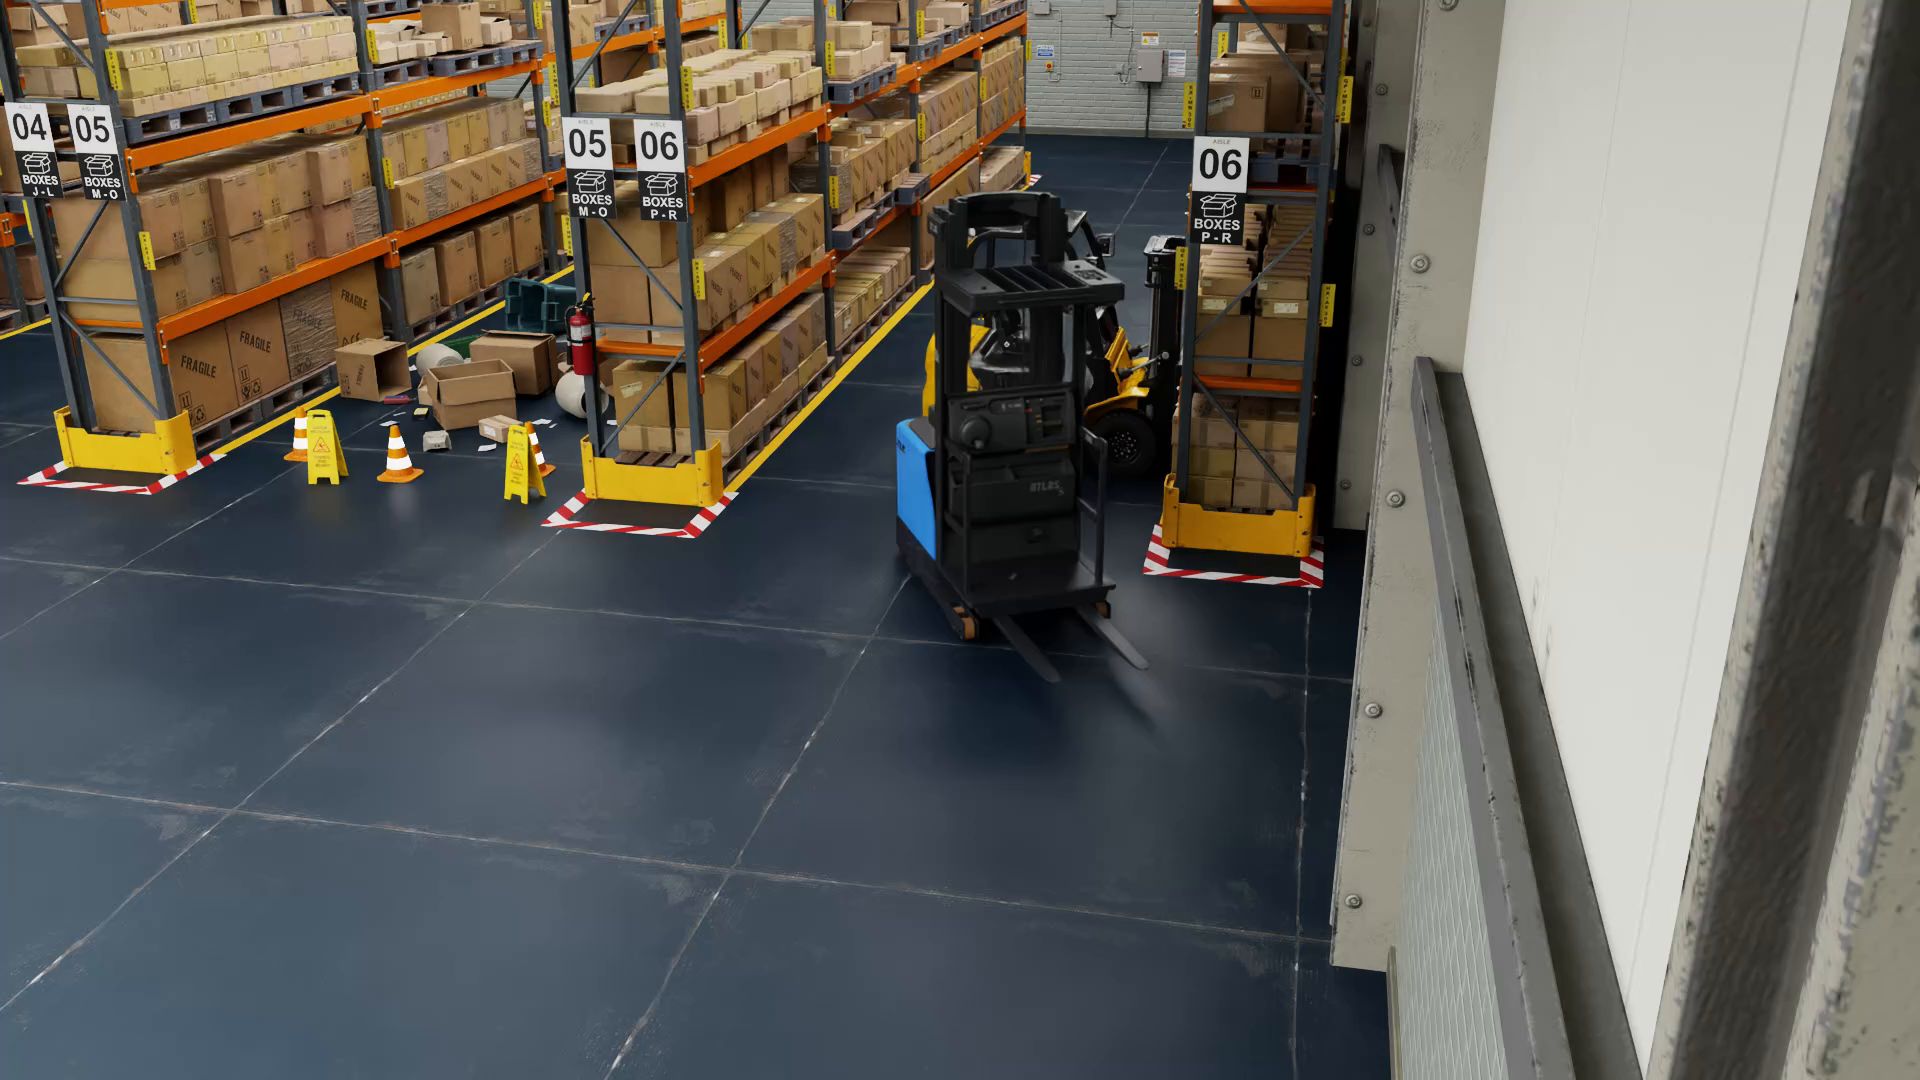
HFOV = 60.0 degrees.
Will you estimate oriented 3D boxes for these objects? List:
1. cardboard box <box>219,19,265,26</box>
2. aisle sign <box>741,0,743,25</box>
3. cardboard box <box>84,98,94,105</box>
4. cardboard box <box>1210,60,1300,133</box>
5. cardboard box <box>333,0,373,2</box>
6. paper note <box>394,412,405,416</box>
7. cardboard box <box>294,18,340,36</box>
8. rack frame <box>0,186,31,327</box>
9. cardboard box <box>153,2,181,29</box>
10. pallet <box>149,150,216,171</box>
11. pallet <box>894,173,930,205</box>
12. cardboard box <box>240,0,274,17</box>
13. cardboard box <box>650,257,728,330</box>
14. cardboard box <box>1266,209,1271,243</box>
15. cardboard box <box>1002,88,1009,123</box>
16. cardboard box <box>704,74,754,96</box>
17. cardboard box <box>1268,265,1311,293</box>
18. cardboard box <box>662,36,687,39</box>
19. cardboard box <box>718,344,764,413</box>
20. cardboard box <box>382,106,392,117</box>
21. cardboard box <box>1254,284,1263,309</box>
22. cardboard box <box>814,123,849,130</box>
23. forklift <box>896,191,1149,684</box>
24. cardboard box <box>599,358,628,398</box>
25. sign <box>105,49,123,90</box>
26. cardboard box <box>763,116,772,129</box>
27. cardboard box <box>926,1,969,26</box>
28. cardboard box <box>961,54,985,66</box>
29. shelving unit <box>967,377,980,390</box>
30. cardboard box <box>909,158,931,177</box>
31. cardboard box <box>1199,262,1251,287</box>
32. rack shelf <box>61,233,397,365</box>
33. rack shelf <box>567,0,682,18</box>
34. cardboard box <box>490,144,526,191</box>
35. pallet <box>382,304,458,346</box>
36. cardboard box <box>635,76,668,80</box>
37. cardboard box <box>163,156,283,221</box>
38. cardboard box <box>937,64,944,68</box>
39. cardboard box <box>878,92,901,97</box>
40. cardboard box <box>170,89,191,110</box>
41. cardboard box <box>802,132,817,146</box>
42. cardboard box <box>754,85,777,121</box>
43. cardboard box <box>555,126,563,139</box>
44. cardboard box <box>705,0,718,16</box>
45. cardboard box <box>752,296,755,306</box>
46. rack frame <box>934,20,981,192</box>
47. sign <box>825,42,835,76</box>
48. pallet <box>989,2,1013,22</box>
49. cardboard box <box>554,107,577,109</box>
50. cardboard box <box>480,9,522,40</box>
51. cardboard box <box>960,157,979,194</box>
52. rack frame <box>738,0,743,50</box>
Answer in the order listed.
[{"bbox_3d":[-7.207,-5.142,16.693,0.380,0.149,0.250,4,22,10],"label":"cardboard box"},{"bbox_3d":[-3.940,-9.147,28.601,0.394,0.787,0.004,4,22,11],"label":"aisle sign"},{"bbox_3d":[-7.726,-3.842,14.532,0.380,0.149,0.250,5,22,11],"label":"cardboard box"},{"bbox_3d":[2.371,-3.595,13.450,0.700,0.500,0.500,5,22,11],"label":"cardboard box"},{"bbox_3d":[-9.799,-8.859,26.522,0.700,0.500,0.500,3,22,8],"label":"cardboard box"},{"bbox_3d":[-5.552,-1.249,16.472,0.032,0.001,0.123,18,28,38],"label":"paper note"},{"bbox_3d":[-6.512,-5.184,16.799,0.380,0.149,0.250,4,22,11],"label":"cardboard box"},{"bbox_3d":[-11.533,-3.964,19.211,1.000,3.000,0.127,4,22,11],"label":"rack frame"},{"bbox_3d":[-10.569,-6.903,21.690,0.500,0.500,0.500,5,22,12],"label":"cardboard box"},{"bbox_3d":[-10.758,-5.069,22.212,1.213,0.211,1.003,4,22,11],"label":"pallet"},{"bbox_3d":[-1.056,-4.314,20.336,1.213,0.211,1.003,4,22,11],"label":"pallet"},{"bbox_3d":[-10.320,-7.810,24.044,0.797,0.503,0.637,4,22,10],"label":"cardboard box"},{"bbox_3d":[-2.279,-2.082,14.006,0.500,0.500,0.500,4,22,10],"label":"cardboard box"},{"bbox_3d":[2.879,-3.193,16.828,0.500,0.250,0.500,4,22,10],"label":"cardboard box"},{"bbox_3d":[0.473,-6.886,26.332,0.500,0.500,0.500,5,22,13],"label":"cardboard box"},{"bbox_3d":[-2.014,-3.958,14.451,0.380,0.149,0.250,5,22,12],"label":"cardboard box"},{"bbox_3d":[2.606,-2.053,13.066,0.380,0.149,0.250,5,23,13],"label":"cardboard box"},{"bbox_3d":[-4.825,-8.068,27.531,0.500,0.500,0.500,4,22,10],"label":"cardboard box"},{"bbox_3d":[-2.105,-1.487,15.176,0.500,0.500,0.500,4,22,9],"label":"cardboard box"},{"bbox_3d":[-9.461,-6.952,26.967,0.380,0.149,0.250,4,22,9],"label":"cardboard box"},{"bbox_3d":[2.524,-1.915,13.122,0.380,0.149,0.250,4,22,11],"label":"cardboard box"},{"bbox_3d":[-1.433,-4.712,19.976,0.500,0.500,0.500,6,23,14],"label":"cardboard box"},{"bbox_3d":[0.435,-0.823,11.505,1.130,2.935,3.031,-7,23,-17],"label":"forklift"},{"bbox_3d":[-3.382,-1.762,17.086,0.500,0.500,0.500,-16,27,-35],"label":"cardboard box"},{"bbox_3d":[-6.972,-3.875,13.699,0.100,0.325,0.005,4,22,11],"label":"sign"},{"bbox_3d":[-1.957,-3.881,15.326,0.380,0.149,0.250,5,22,12],"label":"cardboard box"},{"bbox_3d":[-0.173,-7.341,23.138,0.500,0.311,0.500,4,22,11],"label":"cardboard box"},{"bbox_3d":[0.156,-7.136,24.747,0.380,0.149,0.250,5,22,12],"label":"cardboard box"},{"bbox_3d":[-0.009,-0.675,13.454,0.258,1.200,0.503,5,22,12],"label":"shelving unit"},{"bbox_3d":[-0.669,-4.762,21.393,0.500,0.250,0.500,4,22,10],"label":"cardboard box"},{"bbox_3d":[2.099,-2.093,13.167,0.380,0.149,0.250,4,22,11],"label":"cardboard box"},{"bbox_3d":[-7.106,-2.484,16.499,1.077,0.370,4.000,4,22,11],"label":"rack shelf"},{"bbox_3d":[-2.239,-4.925,14.533,1.077,0.370,4.000,4,22,11],"label":"rack shelf"},{"bbox_3d":[-5.814,-4.691,20.882,0.500,0.500,0.500,4,22,11],"label":"cardboard box"},{"bbox_3d":[-6.614,-2.543,19.416,1.003,0.211,1.213,4,22,11],"label":"pallet"},{"bbox_3d":[-2.584,-3.900,14.307,0.380,0.149,0.250,4,22,11],"label":"cardboard box"},{"bbox_3d":[-7.150,-3.396,16.154,0.875,0.550,0.500,4,22,11],"label":"cardboard box"},{"bbox_3d":[-0.447,-7.082,24.613,0.380,0.149,0.250,4,22,10],"label":"cardboard box"},{"bbox_3d":[-1.069,-5.579,21.749,0.500,0.500,0.500,5,22,12],"label":"cardboard box"},{"bbox_3d":[-7.027,-3.888,14.647,0.380,0.149,0.250,5,22,11],"label":"cardboard box"},{"bbox_3d":[-1.797,-4.430,18.405,0.380,0.149,0.250,4,22,9],"label":"cardboard box"},{"bbox_3d":[-1.967,-3.929,14.912,0.500,0.250,0.500,5,22,12],"label":"cardboard box"},{"bbox_3d":[-5.533,-5.489,22.373,0.380,0.149,0.250,6,23,13],"label":"cardboard box"},{"bbox_3d":[-4.294,-8.705,27.170,0.500,0.250,0.500,5,23,13],"label":"cardboard box"},{"bbox_3d":[-2.092,-2.210,15.191,0.380,0.149,0.250,5,23,13],"label":"cardboard box"},{"bbox_3d":[-0.199,-6.134,24.600,1.000,3.000,0.127,4,22,11],"label":"rack frame"},{"bbox_3d":[-1.298,-4.801,16.583,0.100,0.325,0.005,4,22,11],"label":"sign"},{"bbox_3d":[0.230,-8.228,25.902,1.003,0.211,1.213,4,22,11],"label":"pallet"},{"bbox_3d":[-5.383,-5.904,23.006,0.380,0.149,0.250,6,23,13],"label":"cardboard box"},{"bbox_3d":[-6.014,-6.678,21.800,0.500,0.500,0.500,4,22,11],"label":"cardboard box"},{"bbox_3d":[-0.247,-5.111,24.340,0.875,0.875,0.875,5,23,13],"label":"cardboard box"},{"bbox_3d":[-4.249,-7.938,29.078,1.000,3.000,0.127,4,22,11],"label":"rack frame"}]
